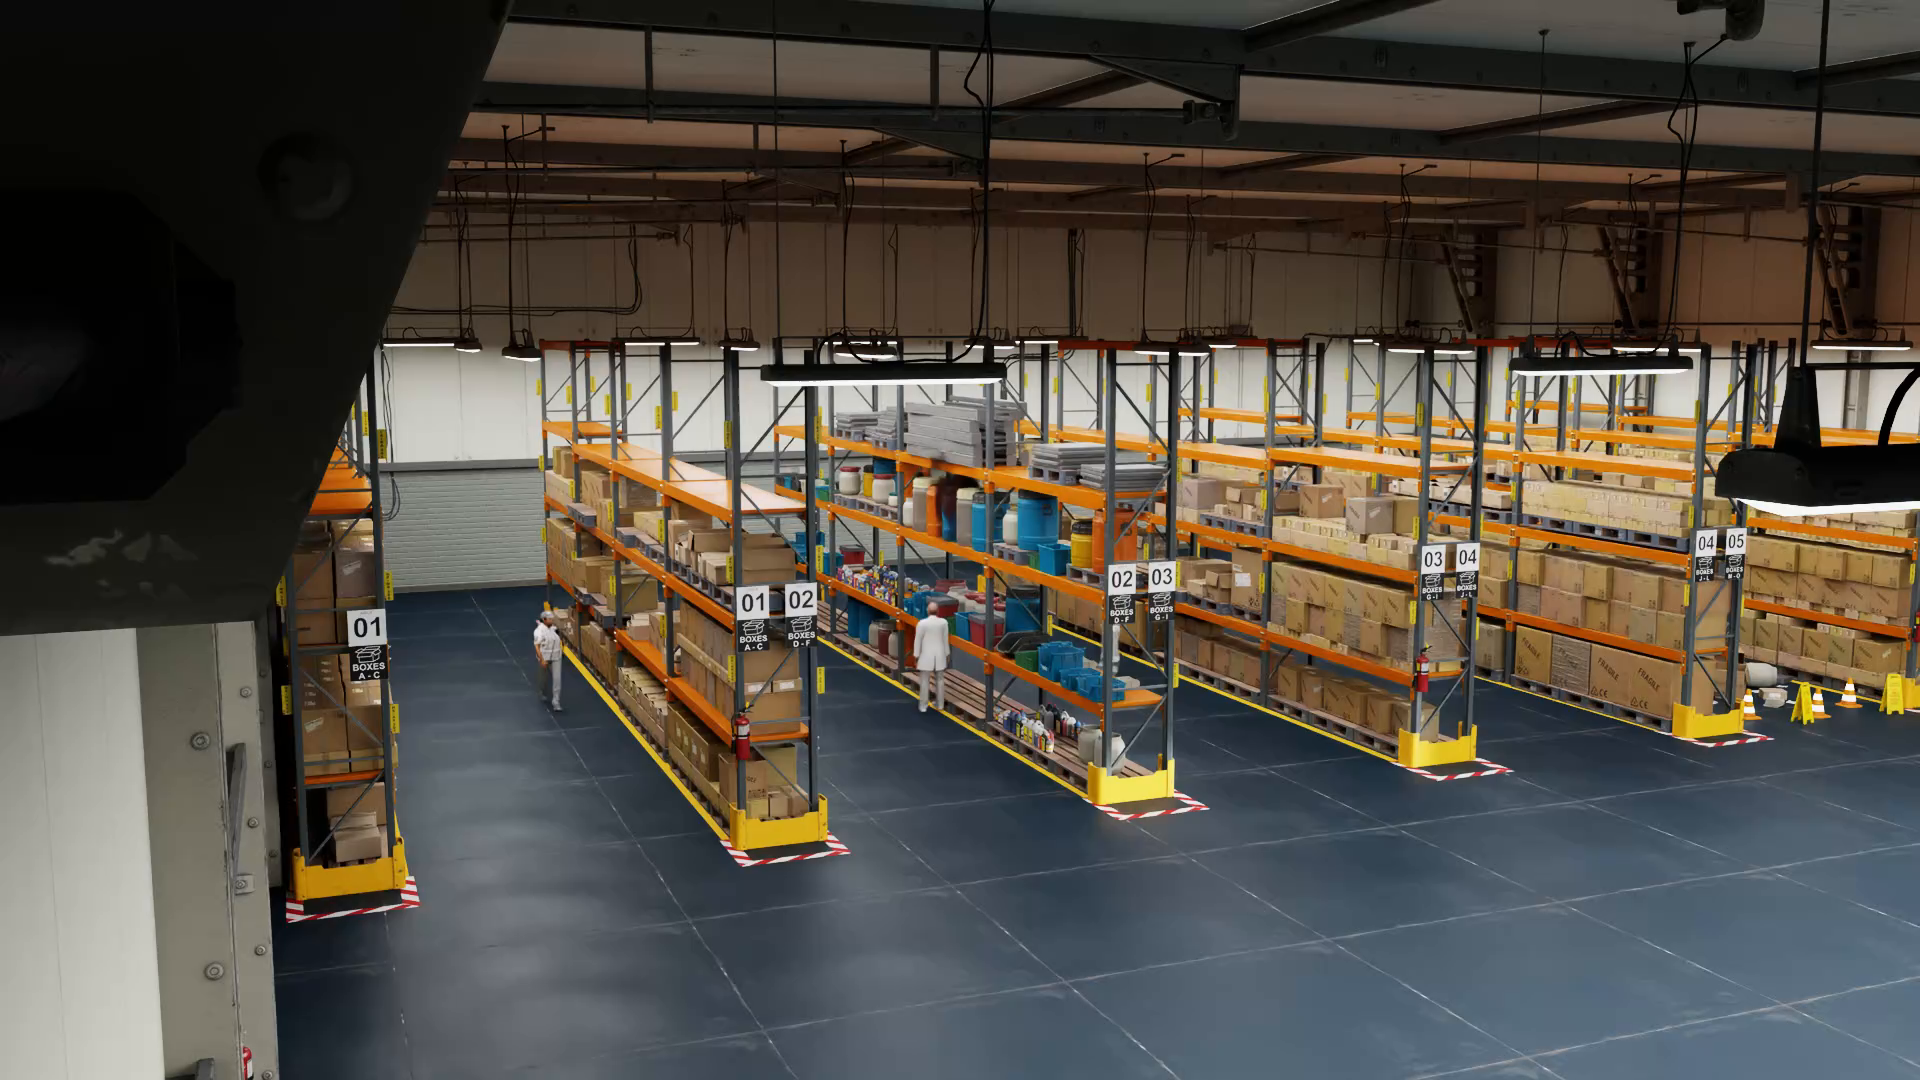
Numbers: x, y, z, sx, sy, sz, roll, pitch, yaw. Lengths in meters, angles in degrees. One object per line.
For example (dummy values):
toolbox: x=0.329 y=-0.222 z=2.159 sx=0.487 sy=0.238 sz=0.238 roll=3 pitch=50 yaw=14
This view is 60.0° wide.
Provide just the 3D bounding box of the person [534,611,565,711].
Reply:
person: x=-6.781 y=1.965 z=27.463 sx=0.485 sy=1.622 sz=0.929 roll=-2 pitch=8 yaw=-16

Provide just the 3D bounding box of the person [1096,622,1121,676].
person: x=2.690 y=1.544 z=30.033 sx=0.535 sy=1.795 sz=0.576 roll=-2 pitch=8 yaw=-14

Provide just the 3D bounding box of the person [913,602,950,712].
person: x=-0.487 y=1.890 z=27.197 sx=0.636 sy=1.785 sz=0.441 roll=-3 pitch=8 yaw=-19
